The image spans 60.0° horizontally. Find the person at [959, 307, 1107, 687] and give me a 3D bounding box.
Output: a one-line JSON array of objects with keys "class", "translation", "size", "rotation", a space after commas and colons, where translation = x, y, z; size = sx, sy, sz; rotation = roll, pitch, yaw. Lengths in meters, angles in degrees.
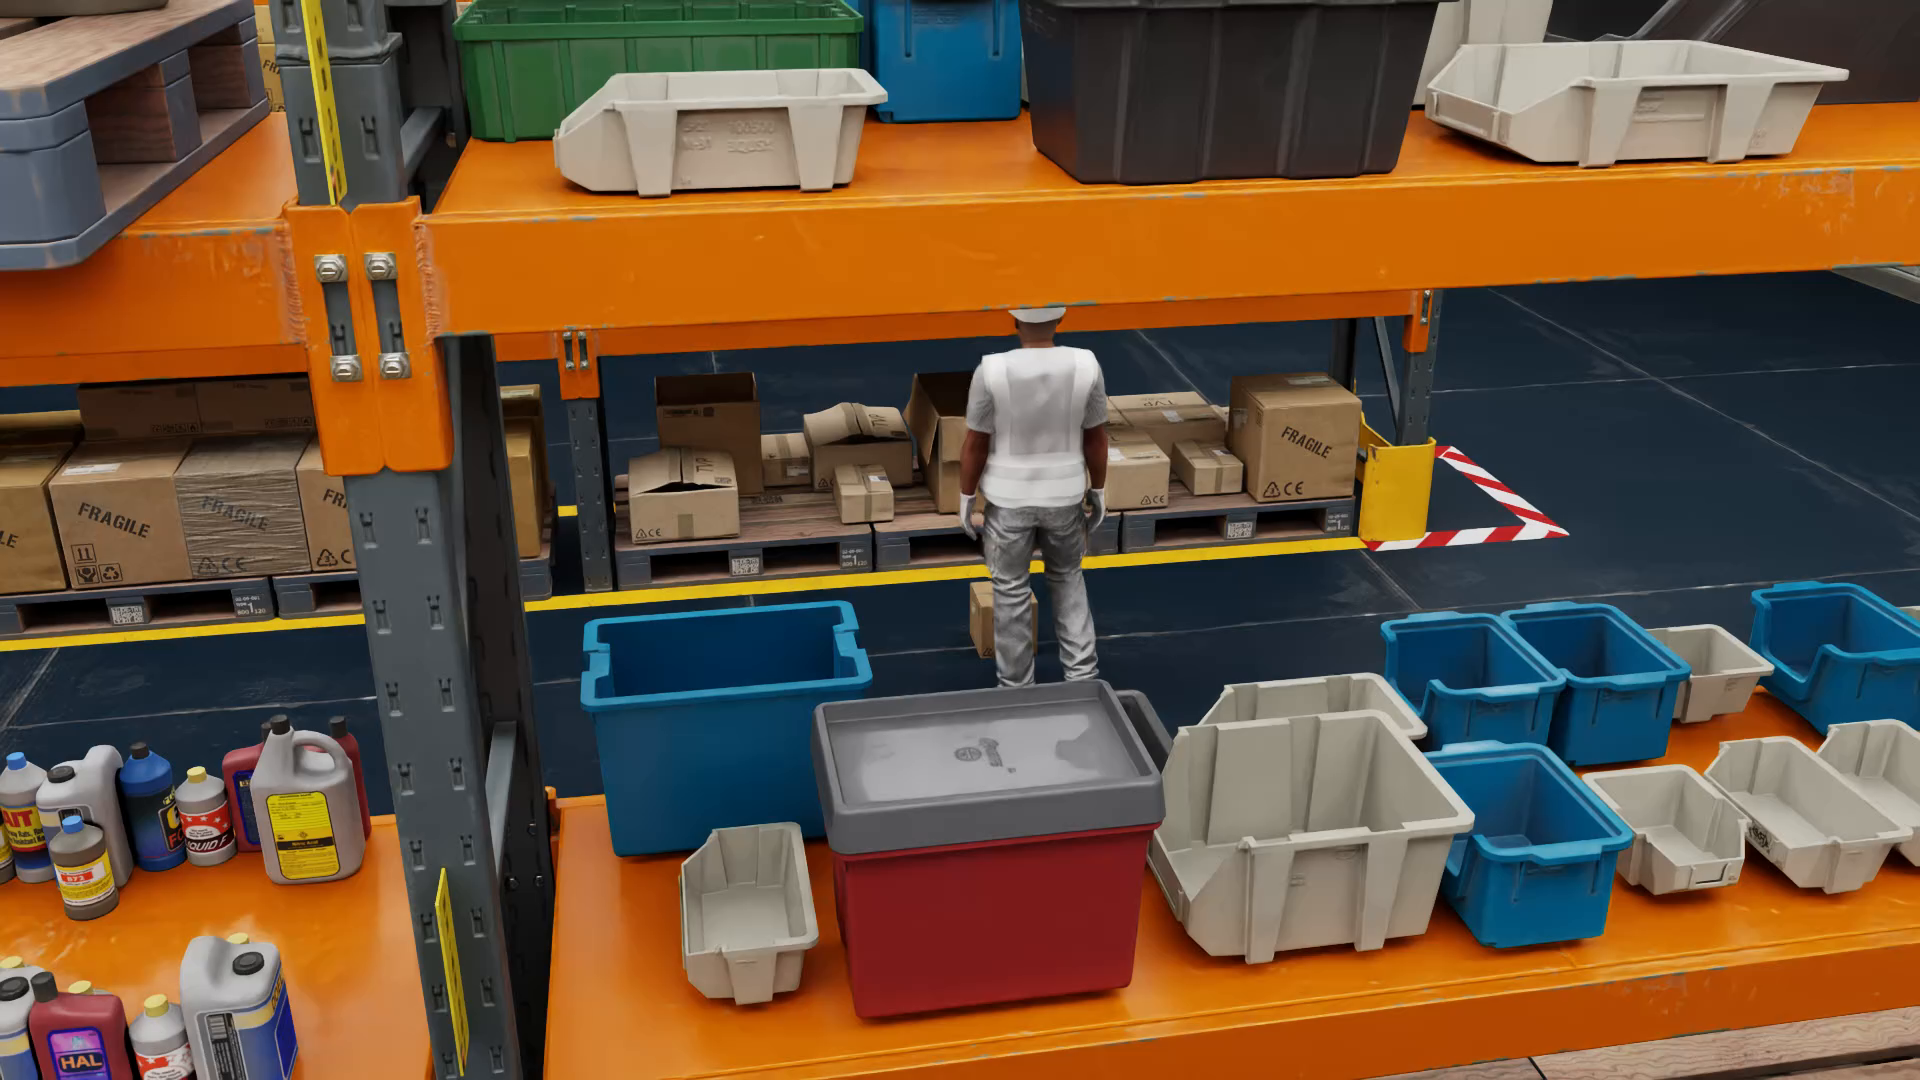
[{"class": "person", "translation": [0.277, -0.174, 6.469], "size": [0.575, 1.794, 0.359], "rotation": [-4, 23, -10]}]
